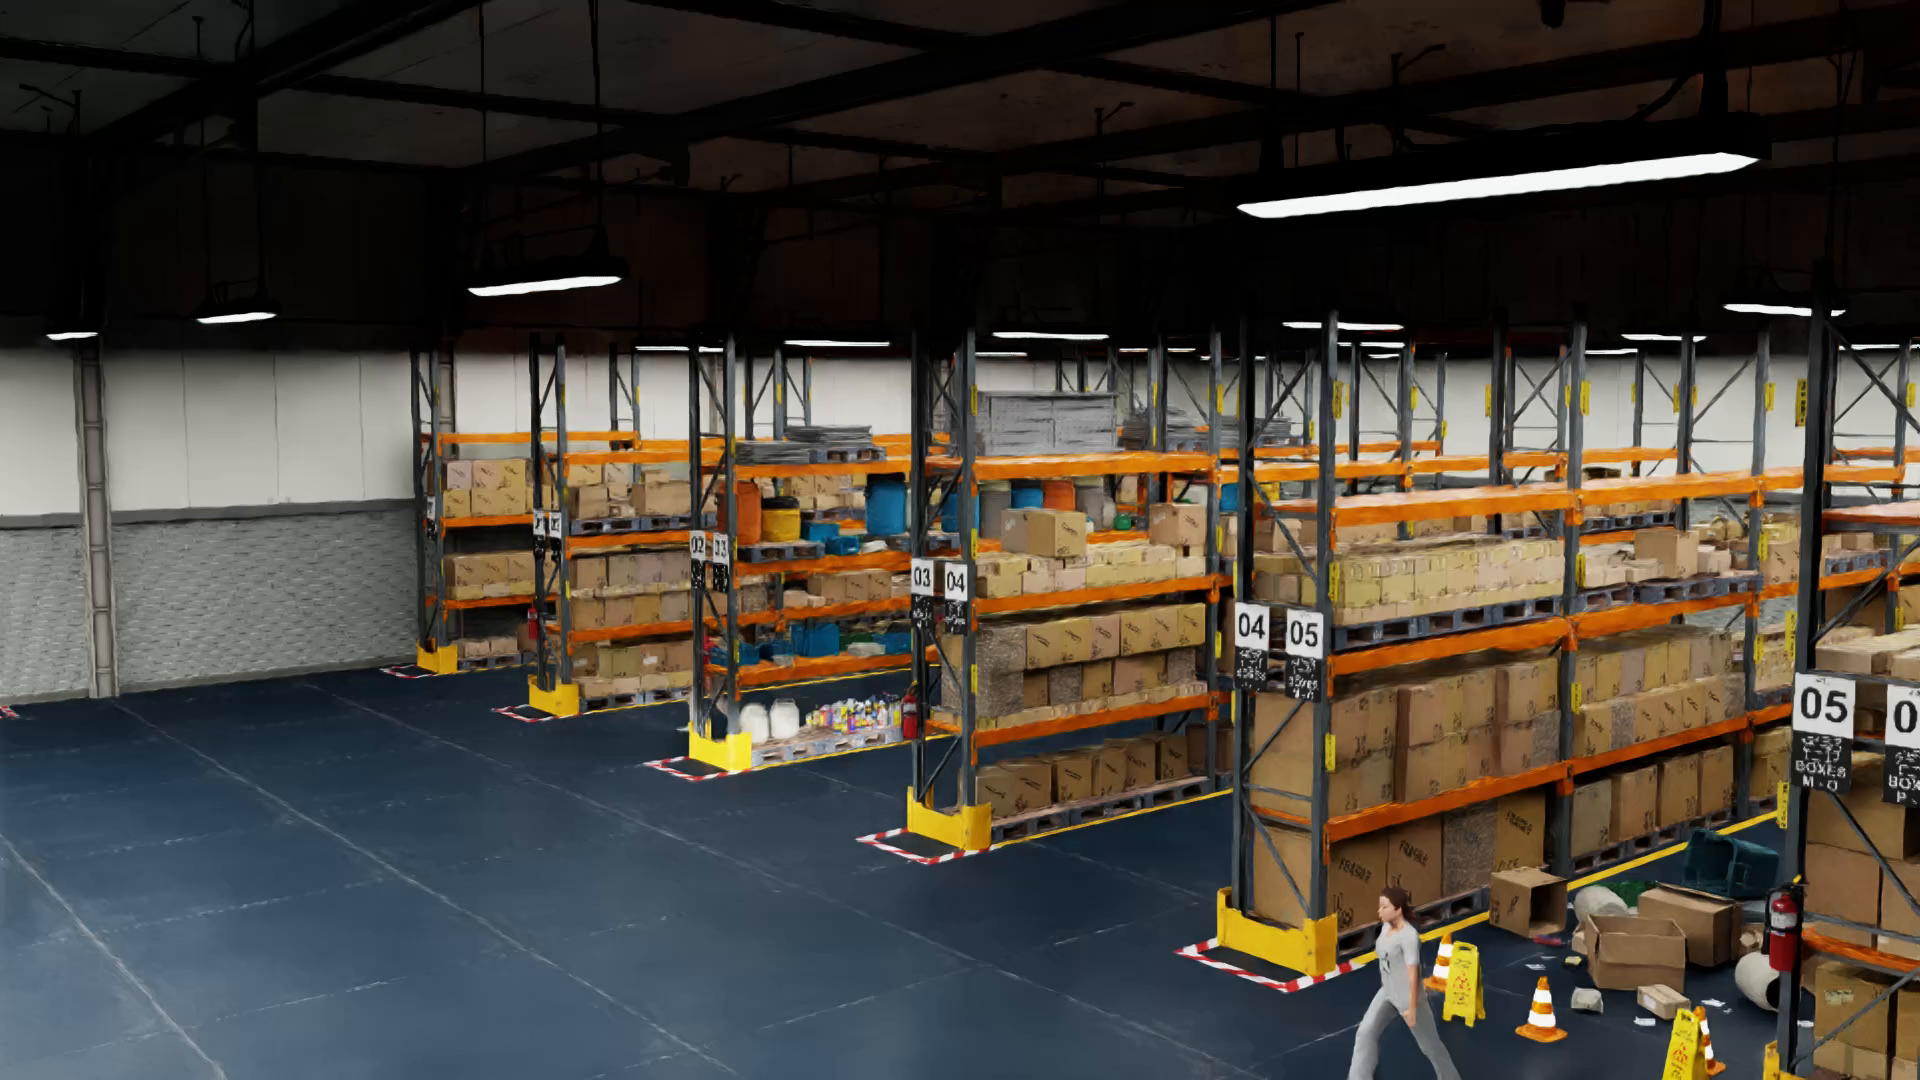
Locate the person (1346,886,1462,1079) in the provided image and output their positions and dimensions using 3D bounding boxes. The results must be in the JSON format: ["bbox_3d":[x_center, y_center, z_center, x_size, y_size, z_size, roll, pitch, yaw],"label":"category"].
[{"bbox_3d":[3.160,3.265,11.885,0.959,1.617,0.486,-2,6,-16],"label":"person"}]

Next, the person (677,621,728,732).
[{"bbox_3d":[-3.711,2.039,24.708,0.950,1.673,0.568,-2,6,-23],"label":"person"}]
